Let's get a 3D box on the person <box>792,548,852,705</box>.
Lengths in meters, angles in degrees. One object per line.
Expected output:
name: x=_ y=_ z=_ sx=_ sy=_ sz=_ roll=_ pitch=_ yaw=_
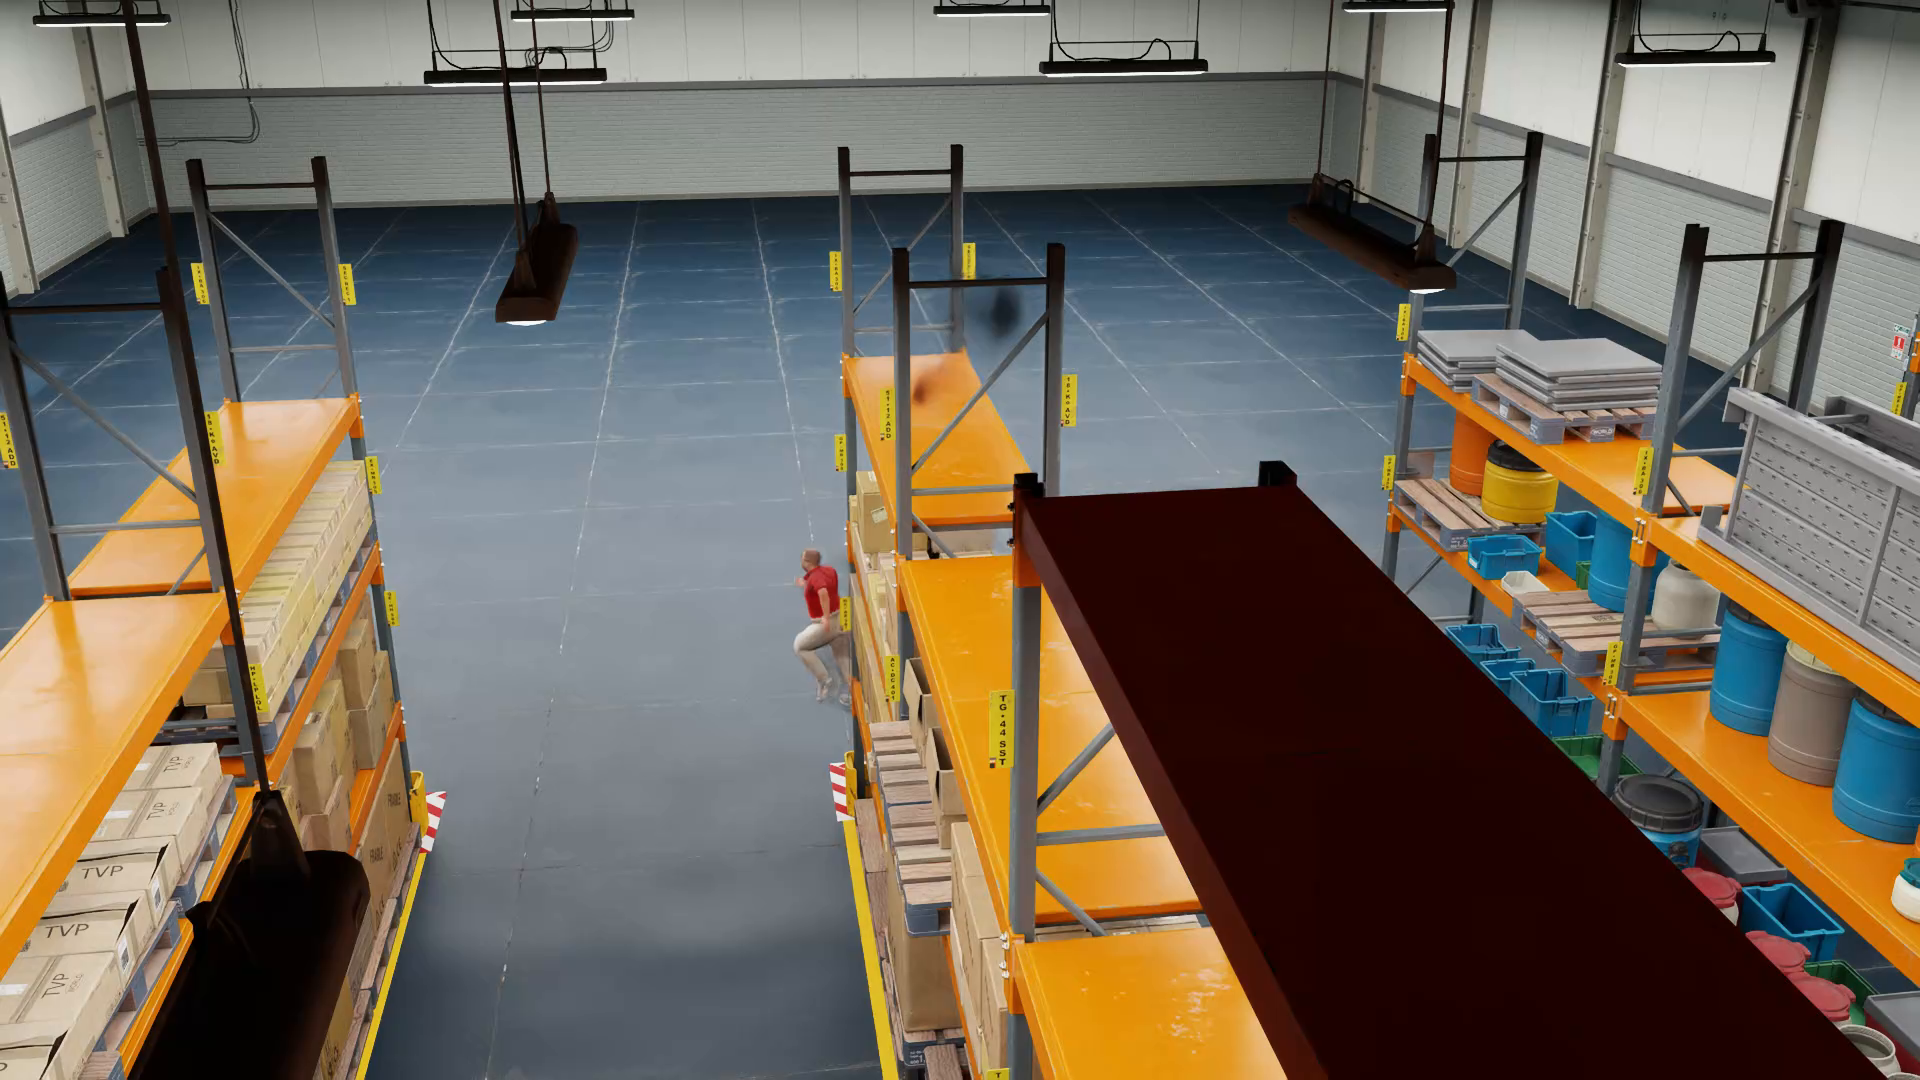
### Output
person: x=-1.373 y=0.900 z=17.079 sx=0.908 sy=1.668 sz=0.643 roll=13 pitch=25 yaw=30
